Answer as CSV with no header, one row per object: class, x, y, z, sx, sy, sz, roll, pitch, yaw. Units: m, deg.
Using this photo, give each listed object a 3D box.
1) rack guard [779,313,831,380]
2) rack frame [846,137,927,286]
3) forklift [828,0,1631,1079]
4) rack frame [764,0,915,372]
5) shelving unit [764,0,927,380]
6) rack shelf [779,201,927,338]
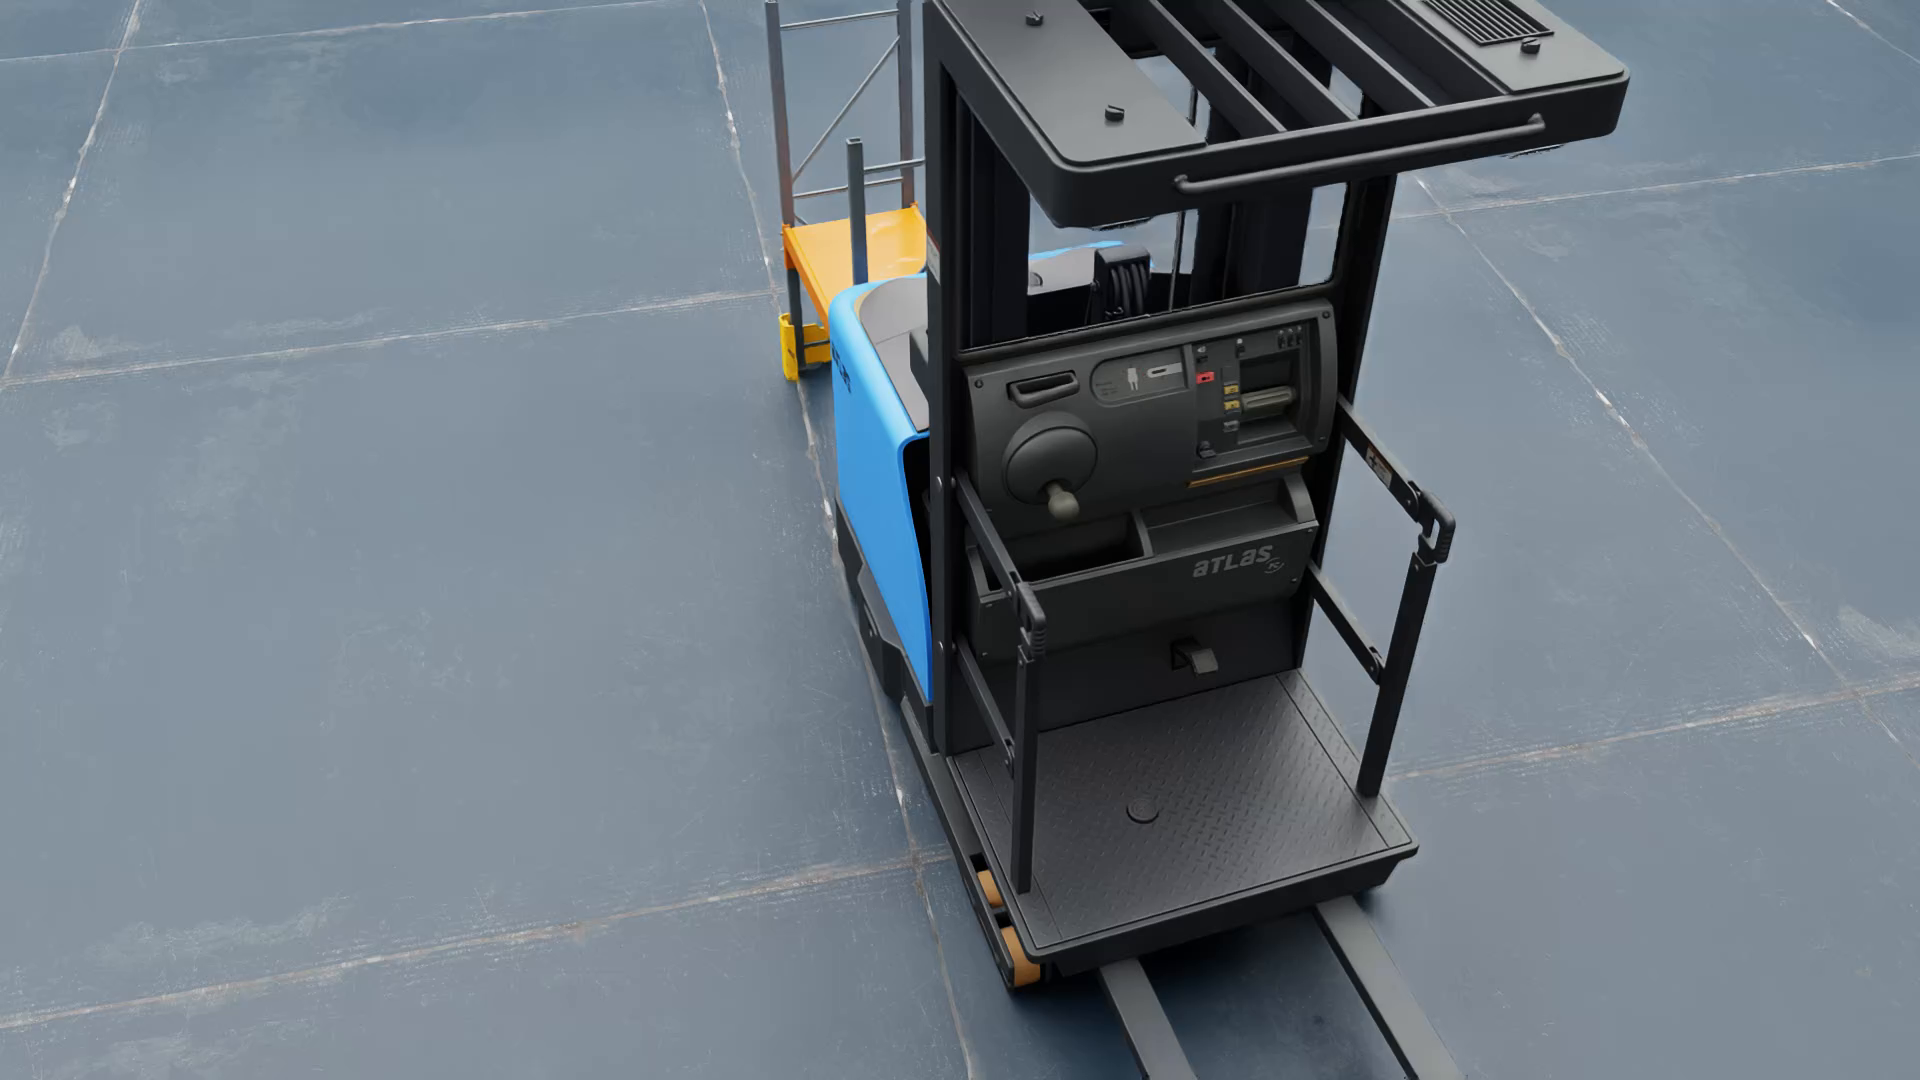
rack guard,-0.403,-0.798,6.461,0.587,0.250,0.087,-12,43,-14
rack frame,-0.088,-0.637,5.338,0.500,1.500,0.032,-12,43,-14
forklift,0.537,-0.221,3.791,1.130,2.935,3.031,-12,43,-14
rack frame,-0.409,-1.278,6.060,0.500,1.500,0.032,-12,43,-14
shelving unit,-0.246,-0.952,5.693,0.587,1.500,1.083,-12,43,-14
rack shelf,-0.248,-0.823,5.818,0.538,0.185,1.000,-12,43,-14
